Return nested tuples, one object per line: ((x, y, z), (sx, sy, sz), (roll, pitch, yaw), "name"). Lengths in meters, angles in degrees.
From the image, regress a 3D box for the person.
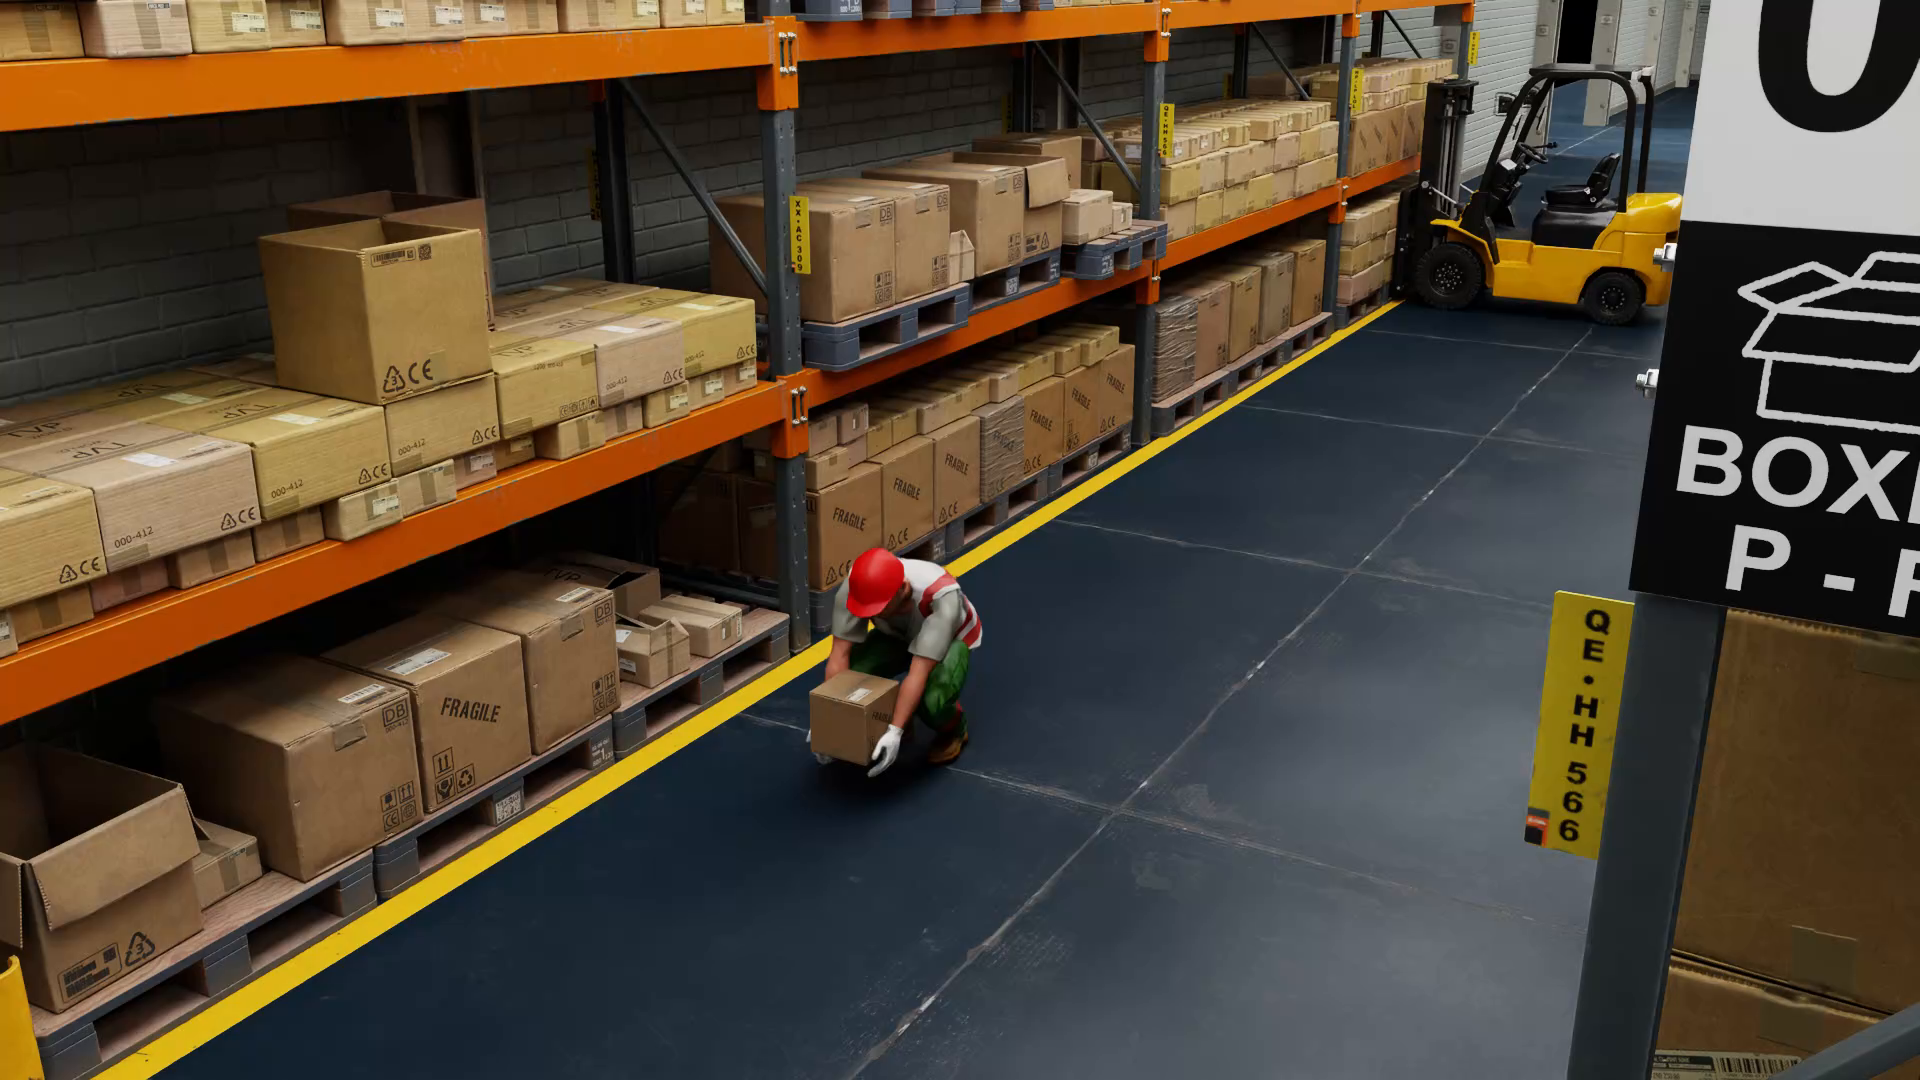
((-0.224, 0.422, 6.540), (0.544, 0.996, 0.893), (10, 22, 27), "person")
